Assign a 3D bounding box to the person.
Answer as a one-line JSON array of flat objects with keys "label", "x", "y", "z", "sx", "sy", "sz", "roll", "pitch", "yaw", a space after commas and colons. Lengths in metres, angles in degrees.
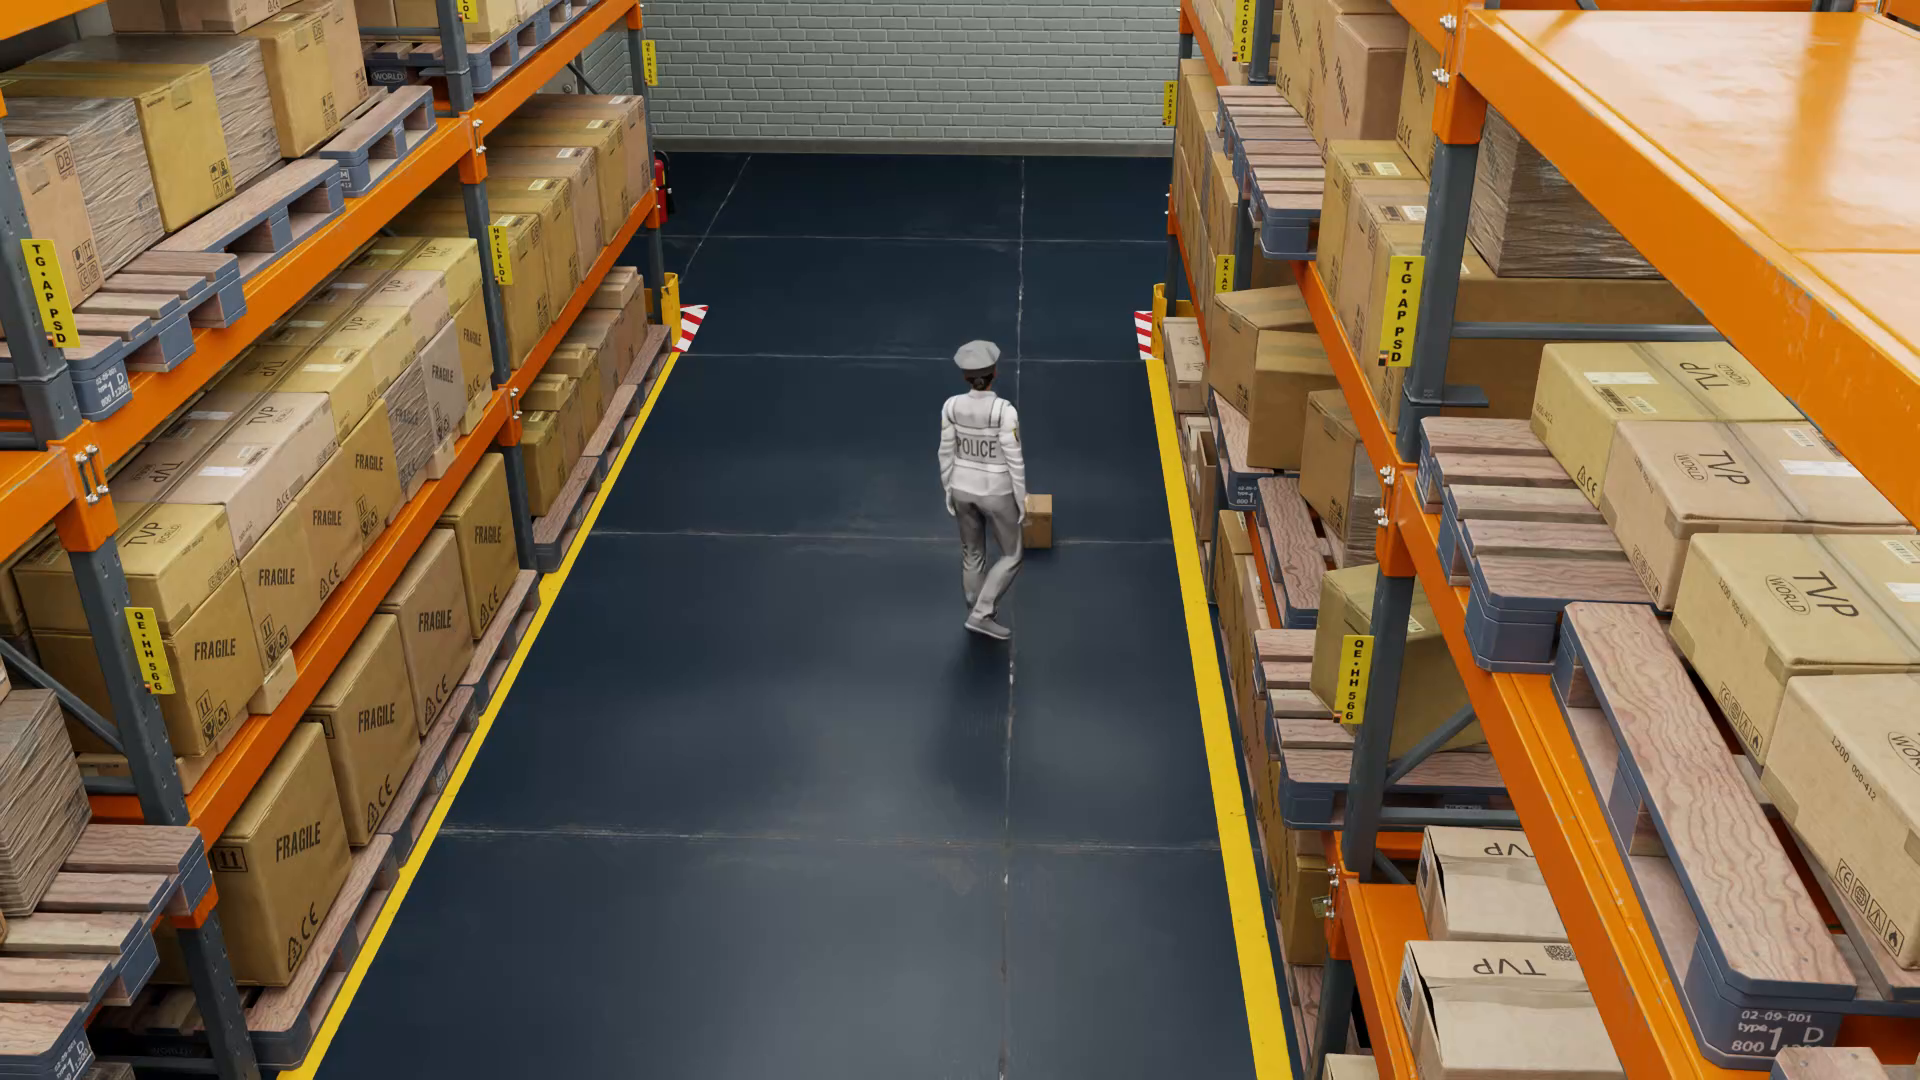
[{"label": "person", "x": 0.088, "y": -0.208, "z": 8.989, "sx": 0.525, "sy": 1.669, "sz": 0.547, "roll": 14, "pitch": 31, "yaw": 24}]
